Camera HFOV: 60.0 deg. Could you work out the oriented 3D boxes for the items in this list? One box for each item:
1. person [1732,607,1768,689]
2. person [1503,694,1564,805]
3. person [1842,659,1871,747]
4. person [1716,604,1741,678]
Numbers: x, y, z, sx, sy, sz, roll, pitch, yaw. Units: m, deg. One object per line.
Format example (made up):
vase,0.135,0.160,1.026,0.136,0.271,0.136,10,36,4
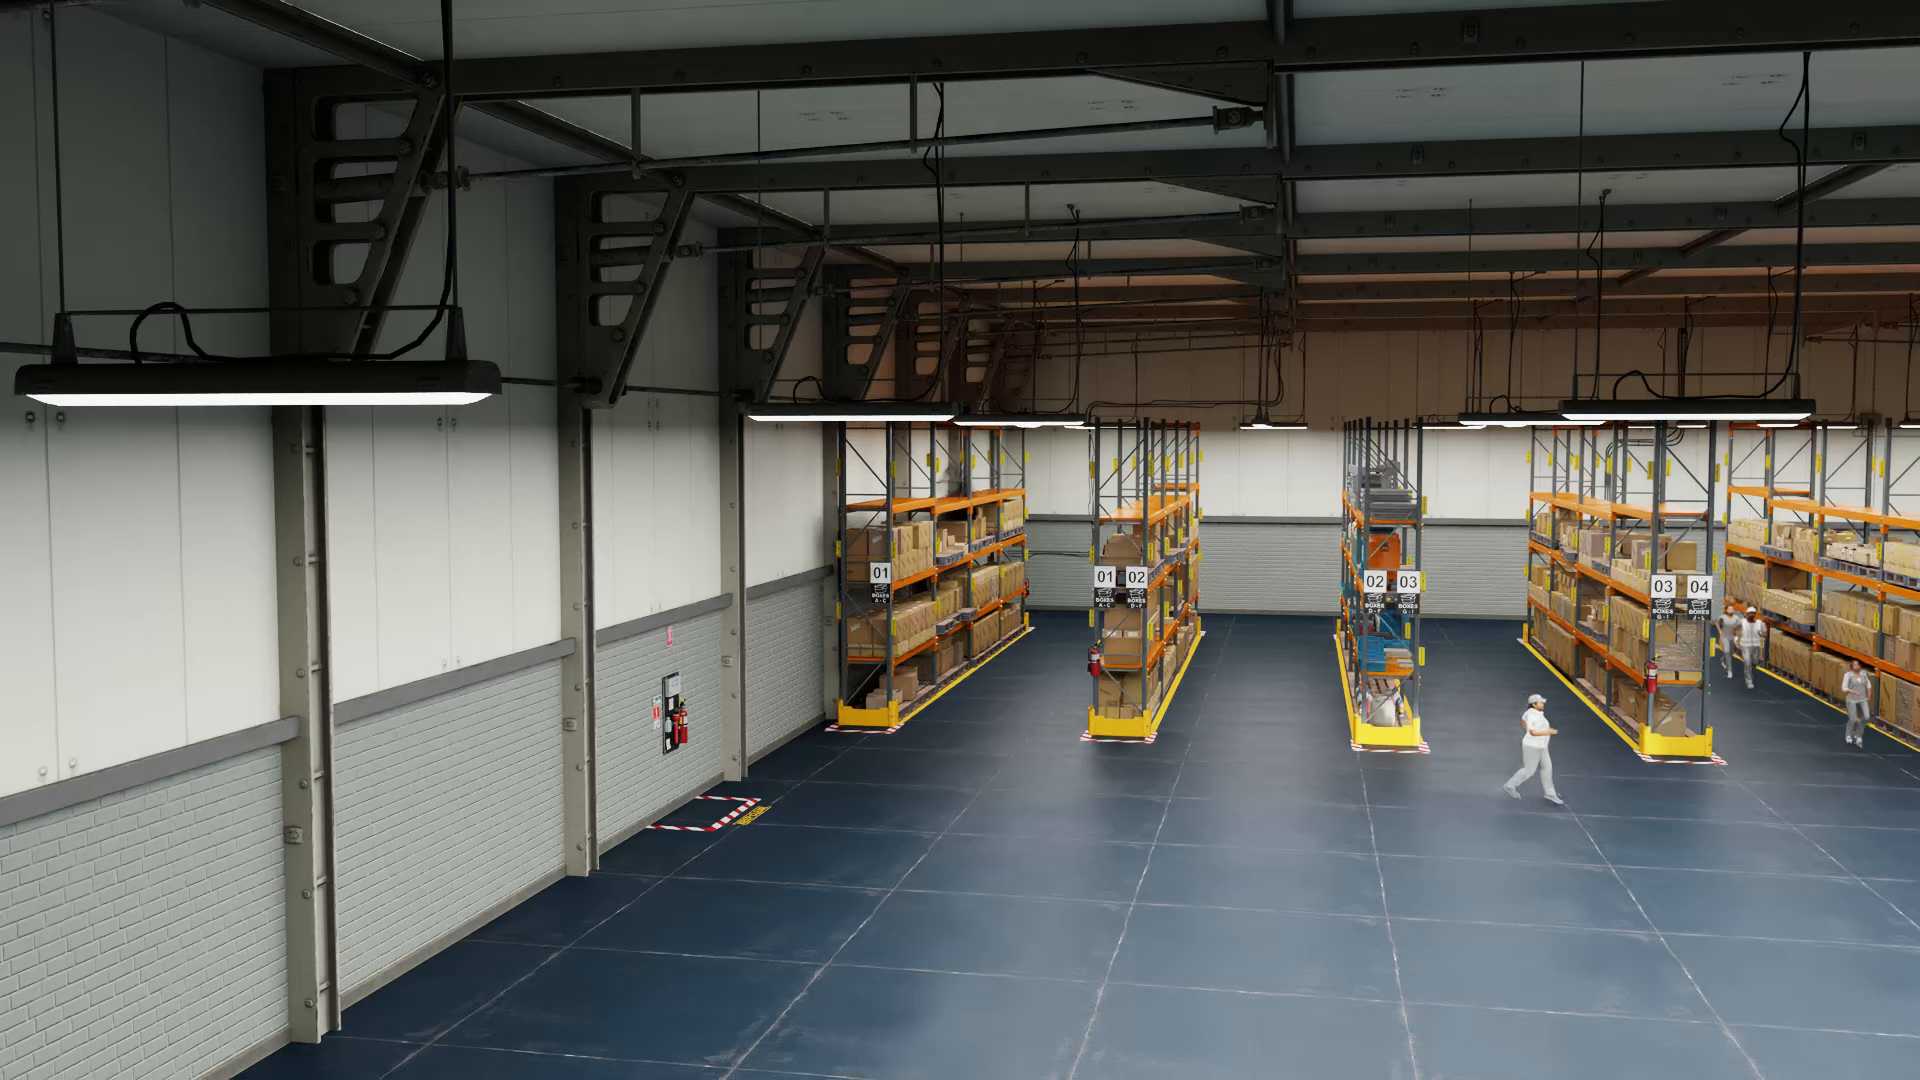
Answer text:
person,17.699,2.384,37.235,0.673,1.771,0.997,1,4,11
person,8.847,3.213,25.616,0.886,1.689,0.602,2,4,30
person,16.394,2.968,30.378,0.548,1.585,0.661,1,4,11
person,18.139,2.352,39.198,0.534,1.684,1.109,0,4,7
